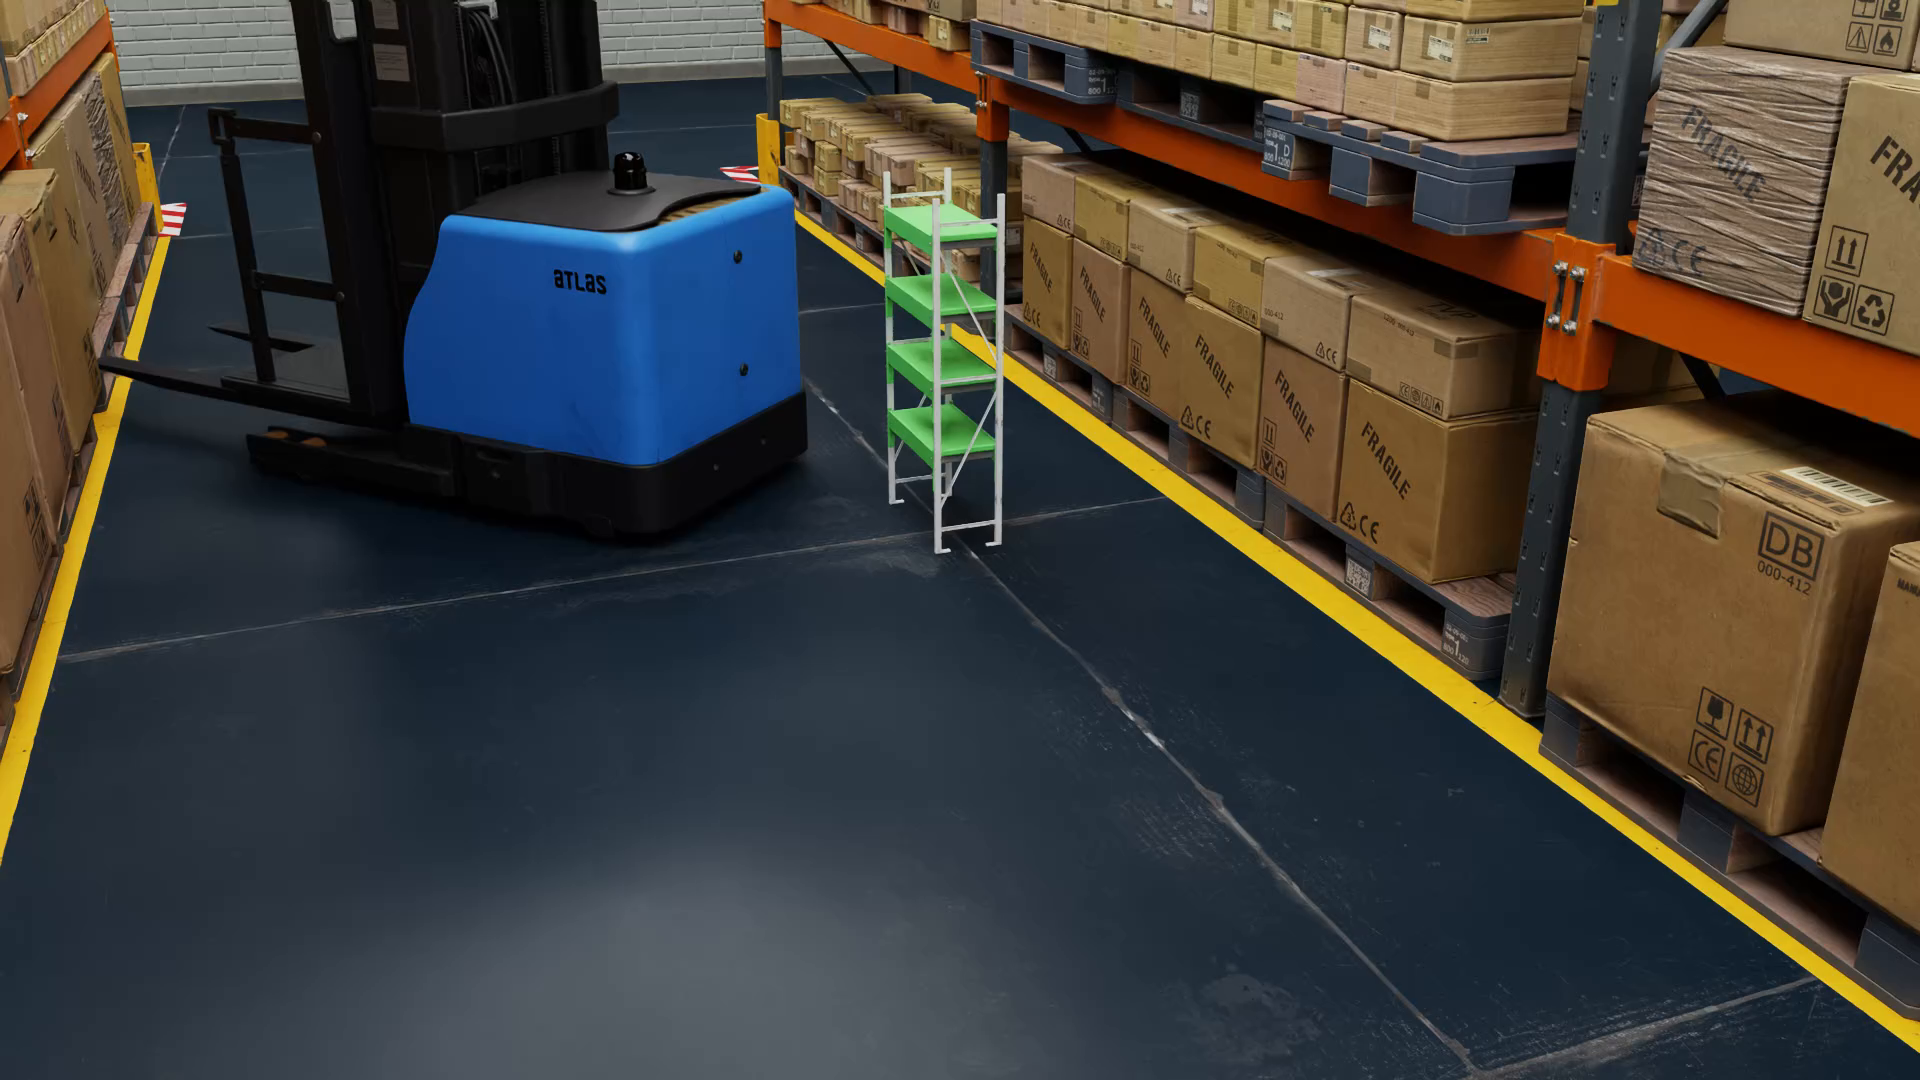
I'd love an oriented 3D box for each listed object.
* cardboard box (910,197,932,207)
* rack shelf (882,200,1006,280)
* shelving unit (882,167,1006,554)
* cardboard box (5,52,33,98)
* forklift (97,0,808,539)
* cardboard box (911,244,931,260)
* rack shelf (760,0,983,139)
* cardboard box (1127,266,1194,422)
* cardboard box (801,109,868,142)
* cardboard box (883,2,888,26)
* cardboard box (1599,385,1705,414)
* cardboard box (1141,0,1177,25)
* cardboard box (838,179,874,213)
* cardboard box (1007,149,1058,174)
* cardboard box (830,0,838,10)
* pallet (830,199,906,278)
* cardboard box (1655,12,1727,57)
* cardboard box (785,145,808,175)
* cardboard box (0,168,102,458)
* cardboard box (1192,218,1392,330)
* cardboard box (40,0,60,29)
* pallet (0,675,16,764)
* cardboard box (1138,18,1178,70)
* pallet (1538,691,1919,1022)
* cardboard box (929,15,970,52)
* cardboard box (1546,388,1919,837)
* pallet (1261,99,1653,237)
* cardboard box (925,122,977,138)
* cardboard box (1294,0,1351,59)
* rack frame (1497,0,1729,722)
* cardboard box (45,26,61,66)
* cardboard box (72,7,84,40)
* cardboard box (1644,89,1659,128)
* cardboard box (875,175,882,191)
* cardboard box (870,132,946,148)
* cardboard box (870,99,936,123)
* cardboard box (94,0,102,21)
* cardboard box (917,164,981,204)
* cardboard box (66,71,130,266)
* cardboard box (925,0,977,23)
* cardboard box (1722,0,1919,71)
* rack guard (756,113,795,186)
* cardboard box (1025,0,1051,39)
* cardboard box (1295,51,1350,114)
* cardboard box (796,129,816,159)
[{"bbox_3d":[-0.042,-1.706,8.683,0.380,0.149,0.250,-9,25,-21],"label":"cardboard box"},{"bbox_3d":[-0.058,-0.996,5.498,0.258,0.148,0.480,-8,24,-19],"label":"rack shelf"},{"bbox_3d":[-0.058,-0.613,5.660,0.258,1.200,0.503,-8,24,-19],"label":"shelving unit"},{"bbox_3d":[-3.885,-1.820,6.530,0.380,0.149,0.250,-8,24,-19],"label":"cardboard box"},{"bbox_3d":[-2.137,-1.738,6.100,3.031,2.935,1.130,11,25,25],"label":"forklift"},{"bbox_3d":[-0.040,-1.595,8.803,0.380,0.149,0.250,-9,25,-21],"label":"cardboard box"},{"bbox_3d":[-0.122,-2.822,9.510,1.077,0.370,4.000,-8,24,-19],"label":"rack shelf"},{"bbox_3d":[0.984,-0.783,6.424,0.500,0.500,0.500,-8,24,-18],"label":"cardboard box"},{"bbox_3d":[-0.782,-2.604,10.431,0.380,0.149,0.250,-8,24,-19],"label":"cardboard box"},{"bbox_3d":[-0.199,-2.858,8.993,0.380,0.149,0.250,-9,24,-20],"label":"cardboard box"},{"bbox_3d":[1.986,-0.307,5.294,0.500,0.500,0.500,-9,25,-21],"label":"cardboard box"},{"bbox_3d":[0.848,-1.867,5.718,0.380,0.149,0.250,-9,24,-20],"label":"cardboard box"},{"bbox_3d":[-0.506,-2.063,9.912,0.380,0.149,0.250,-10,25,-22],"label":"cardboard box"},{"bbox_3d":[0.366,-2.019,9.043,0.380,0.149,0.250,-9,24,-20],"label":"cardboard box"},{"bbox_3d":[-0.554,-3.233,9.881,0.380,0.149,0.250,-9,24,-20],"label":"cardboard box"},{"bbox_3d":[-0.120,-1.825,9.808,1.003,0.211,1.213,-8,24,-19],"label":"pallet"},{"bbox_3d":[2.015,-1.391,4.589,0.380,0.149,0.250,-7,24,-17],"label":"cardboard box"},{"bbox_3d":[-0.943,-2.526,11.010,0.380,0.149,0.250,-8,24,-18],"label":"cardboard box"},{"bbox_3d":[-3.846,-0.768,5.904,1.225,0.875,0.875,-8,24,-19],"label":"cardboard box"},{"bbox_3d":[1.157,-0.942,5.835,0.500,0.250,0.500,-8,24,-18],"label":"cardboard box"},{"bbox_3d":[-4.371,-2.427,7.455,0.500,0.250,0.500,-8,24,-18],"label":"cardboard box"},{"bbox_3d":[-2.886,0.659,3.916,1.003,0.211,1.213,-8,24,-19],"label":"pallet"},{"bbox_3d":[0.846,-1.733,5.782,0.380,0.149,0.250,-10,25,-21],"label":"cardboard box"},{"bbox_3d":[2.206,0.608,4.035,1.003,0.211,1.213,-8,24,-19],"label":"pallet"},{"bbox_3d":[0.072,-2.461,8.051,0.380,0.149,0.250,-9,24,-20],"label":"cardboard box"},{"bbox_3d":[2.129,0.103,3.999,1.050,0.750,0.750,-9,24,-20],"label":"cardboard box"},{"bbox_3d":[1.646,-1.129,4.815,1.213,0.211,1.003,-8,24,-19],"label":"pallet"},{"bbox_3d":[0.010,-2.397,9.939,0.380,0.149,0.250,-9,25,-21],"label":"cardboard box"},{"bbox_3d":[1.206,-1.497,4.840,0.380,0.149,0.250,-8,24,-18],"label":"cardboard box"},{"bbox_3d":[1.998,-0.973,4.198,1.000,3.000,0.127,-8,24,-19],"label":"rack frame"},{"bbox_3d":[-4.256,-2.200,7.430,0.380,0.149,0.250,-9,24,-20],"label":"cardboard box"},{"bbox_3d":[-4.616,-2.571,8.312,0.380,0.149,0.250,-8,24,-19],"label":"cardboard box"},{"bbox_3d":[2.028,-1.241,4.616,0.380,0.149,0.250,-9,24,-20],"label":"cardboard box"},{"bbox_3d":[-0.278,-2.104,9.626,0.380,0.149,0.250,-7,24,-16],"label":"cardboard box"},{"bbox_3d":[-0.299,-2.244,9.575,0.380,0.149,0.250,-8,24,-19],"label":"cardboard box"},{"bbox_3d":[-0.369,-2.777,10.842,0.380,0.149,0.250,-8,24,-18],"label":"cardboard box"},{"bbox_3d":[-4.977,-2.942,9.192,0.380,0.149,0.250,-8,24,-18],"label":"cardboard box"},{"bbox_3d":[-0.007,-1.851,8.644,0.380,0.149,0.250,-9,24,-19],"label":"cardboard box"},{"bbox_3d":[-4.882,-1.899,8.588,0.875,0.875,0.875,-8,24,-19],"label":"cardboard box"},{"bbox_3d":[0.149,-2.747,7.894,0.500,0.500,0.500,-8,24,-19],"label":"cardboard box"},{"bbox_3d":[2.147,-1.316,3.594,0.700,0.500,0.500,-8,24,-19],"label":"cardboard box"},{"bbox_3d":[-0.802,-2.701,11.514,1.175,0.500,0.348,-8,24,-19],"label":"rack guard"},{"bbox_3d":[0.482,-2.107,6.670,0.380,0.149,0.250,-8,24,-19],"label":"cardboard box"},{"bbox_3d":[1.216,-1.351,4.877,0.380,0.149,0.250,-8,24,-18],"label":"cardboard box"},{"bbox_3d":[-0.840,-2.564,10.719,0.380,0.149,0.250,-8,24,-19],"label":"cardboard box"}]
